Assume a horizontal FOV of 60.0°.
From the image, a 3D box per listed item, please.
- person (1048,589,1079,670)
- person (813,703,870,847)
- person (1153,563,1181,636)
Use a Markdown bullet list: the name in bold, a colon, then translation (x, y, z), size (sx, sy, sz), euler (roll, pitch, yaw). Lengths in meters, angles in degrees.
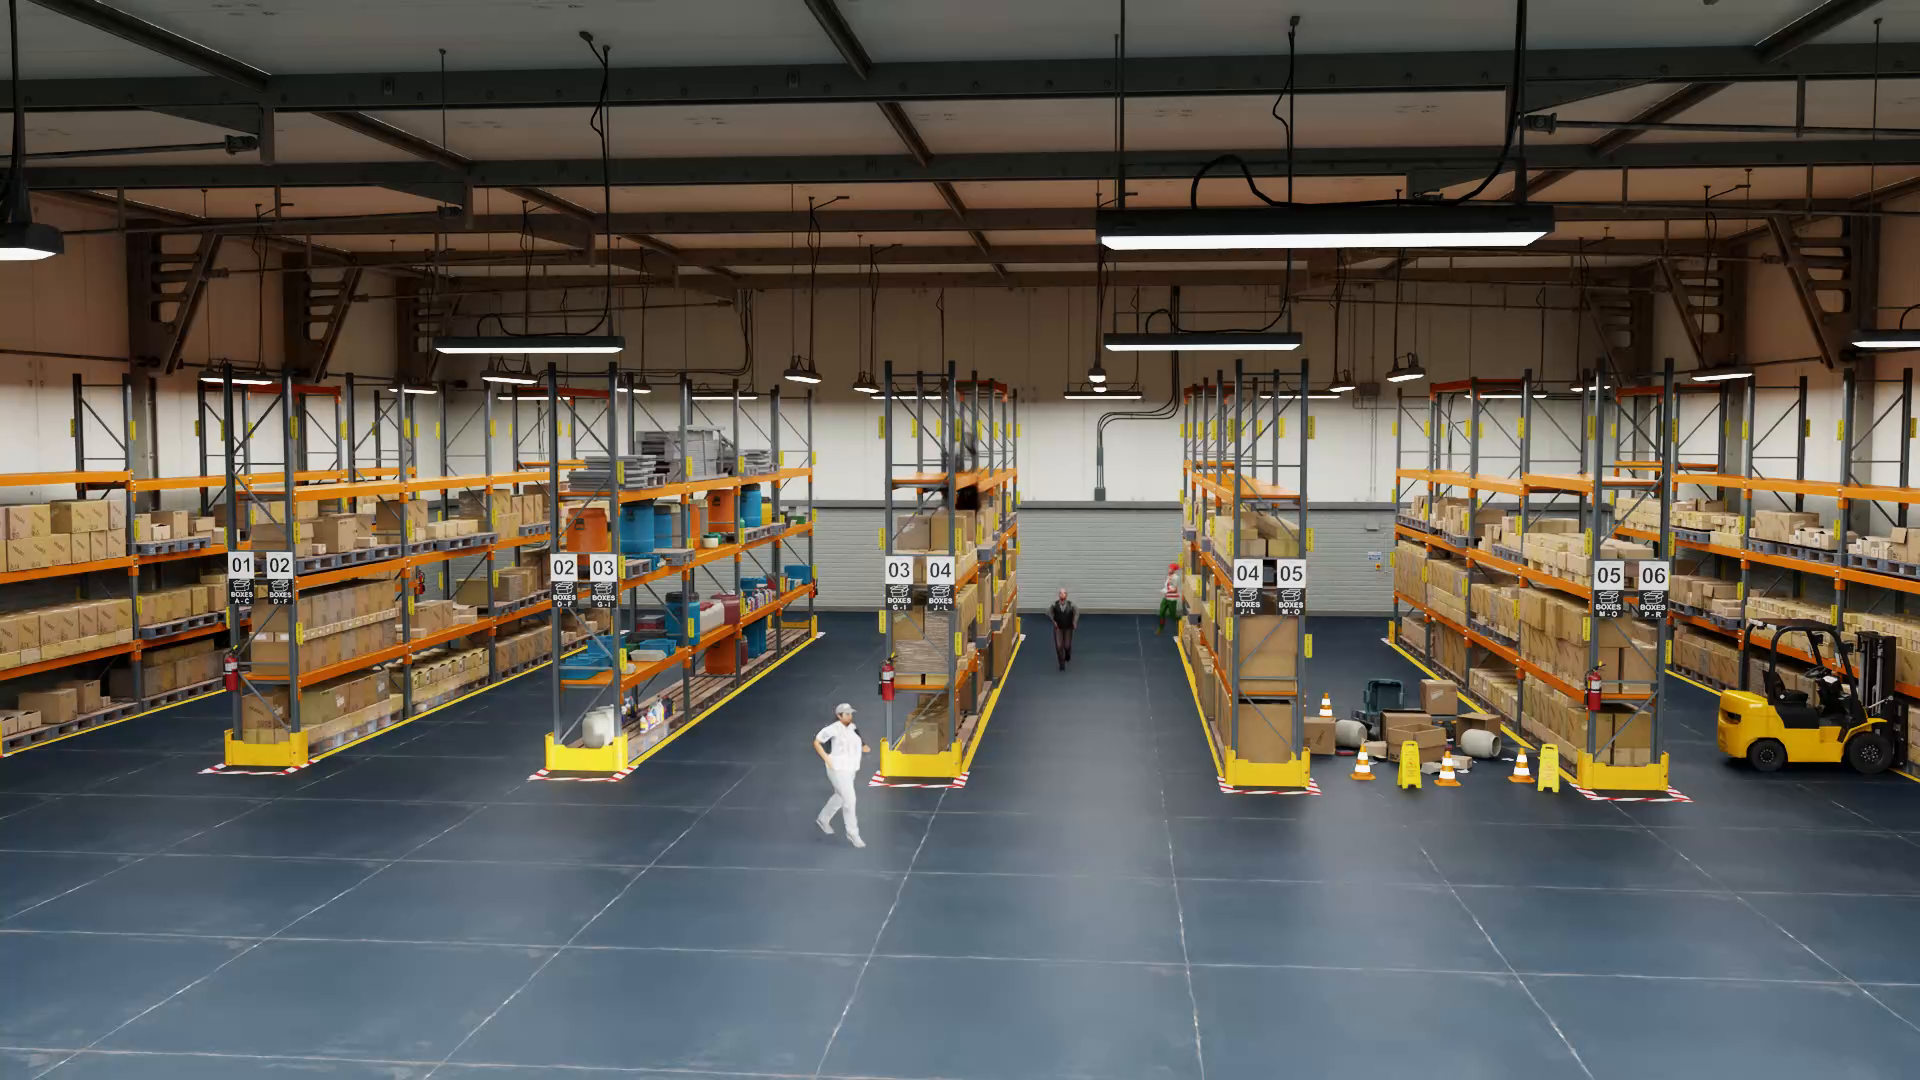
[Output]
- **person**: translation (2.171, 1.872, 35.000), size (0.661, 1.682, 0.586), euler (0, 4, 6)
- **person**: translation (-1.442, 2.841, 20.272), size (0.826, 1.721, 0.593), euler (2, 4, 30)
- **person**: translation (5.164, 1.455, 40.487), size (0.838, 1.804, 0.676), euler (-1, 4, -18)
